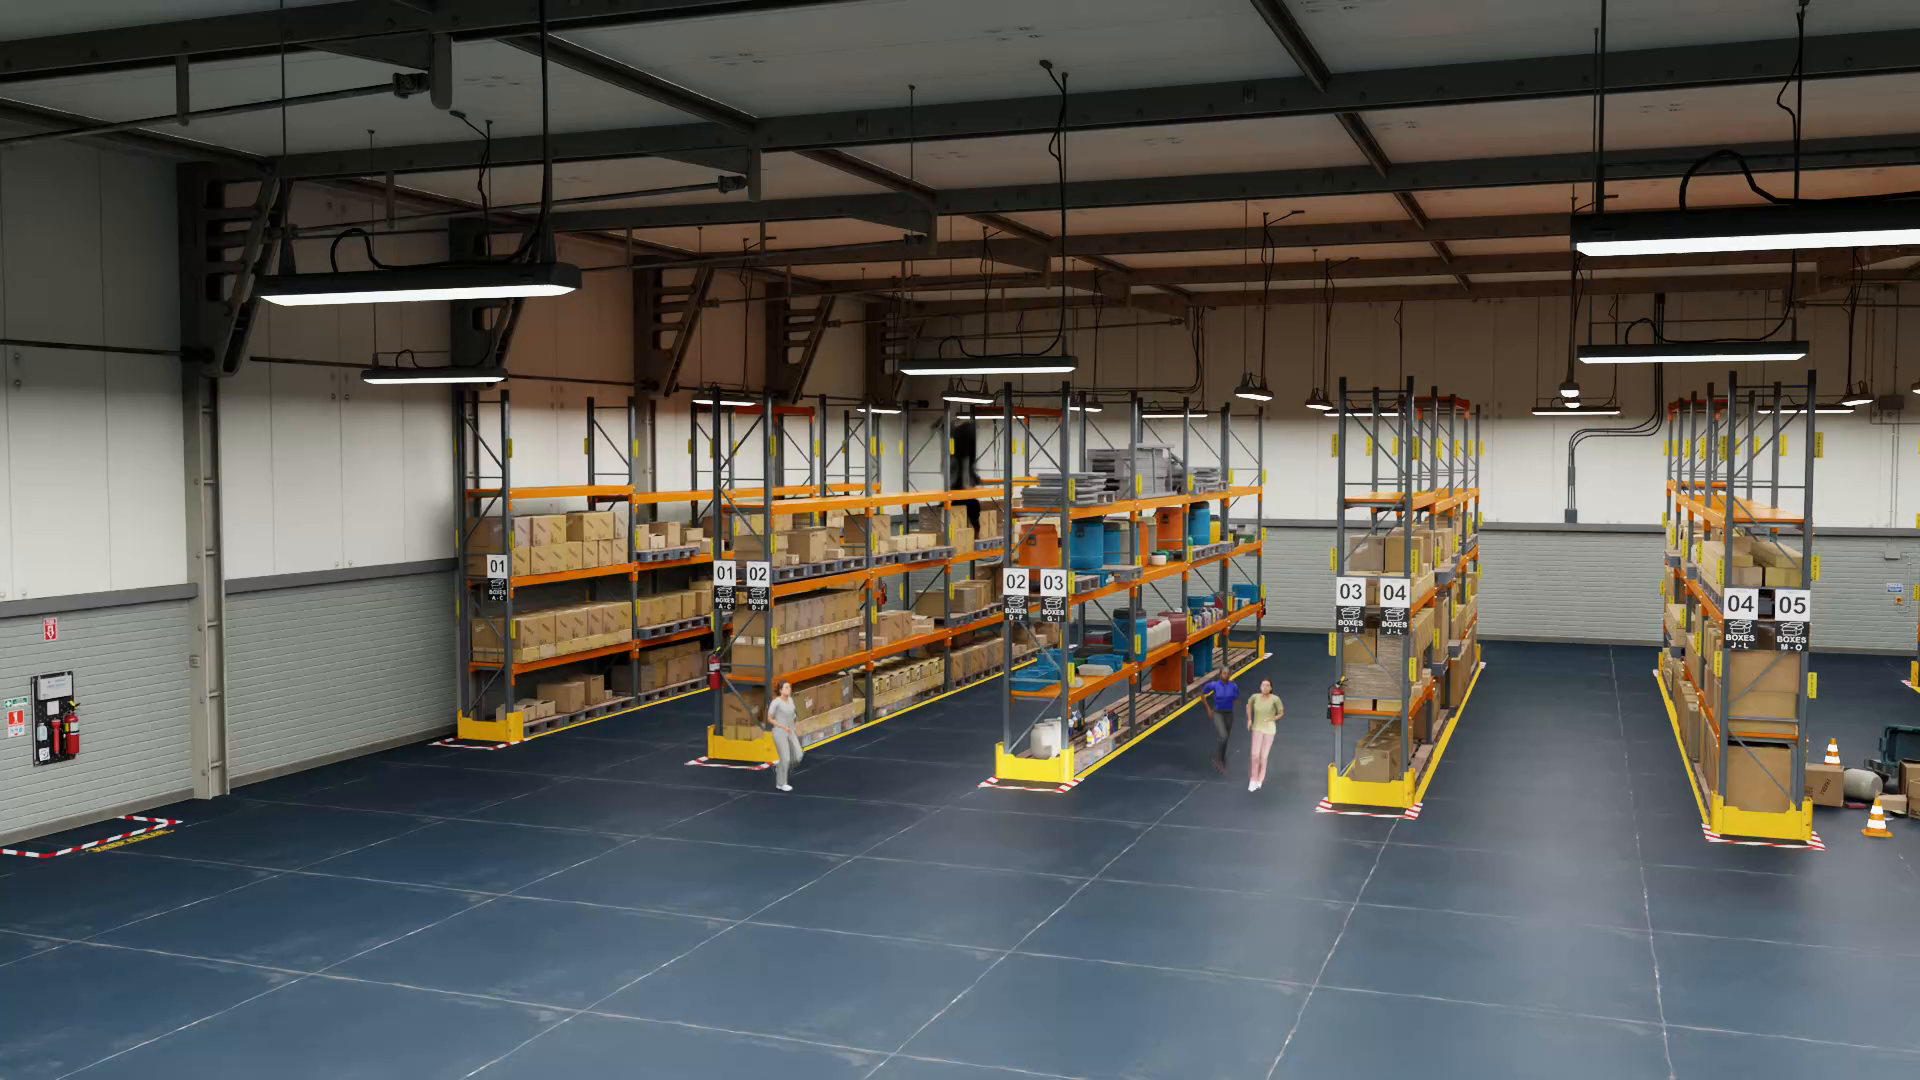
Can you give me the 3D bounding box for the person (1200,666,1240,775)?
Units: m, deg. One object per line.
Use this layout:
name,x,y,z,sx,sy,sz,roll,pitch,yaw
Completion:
person,4.047,2.782,25.672,0.577,1.697,0.766,-1,3,-14

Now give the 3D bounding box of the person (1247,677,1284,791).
person,4.471,2.854,24.423,0.559,1.692,0.603,1,3,15

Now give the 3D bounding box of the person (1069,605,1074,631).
person,2.719,1.795,42.719,0.850,1.772,0.682,3,4,41

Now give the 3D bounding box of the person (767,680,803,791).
person,-2.566,2.853,24.258,0.553,1.621,0.551,3,4,43
